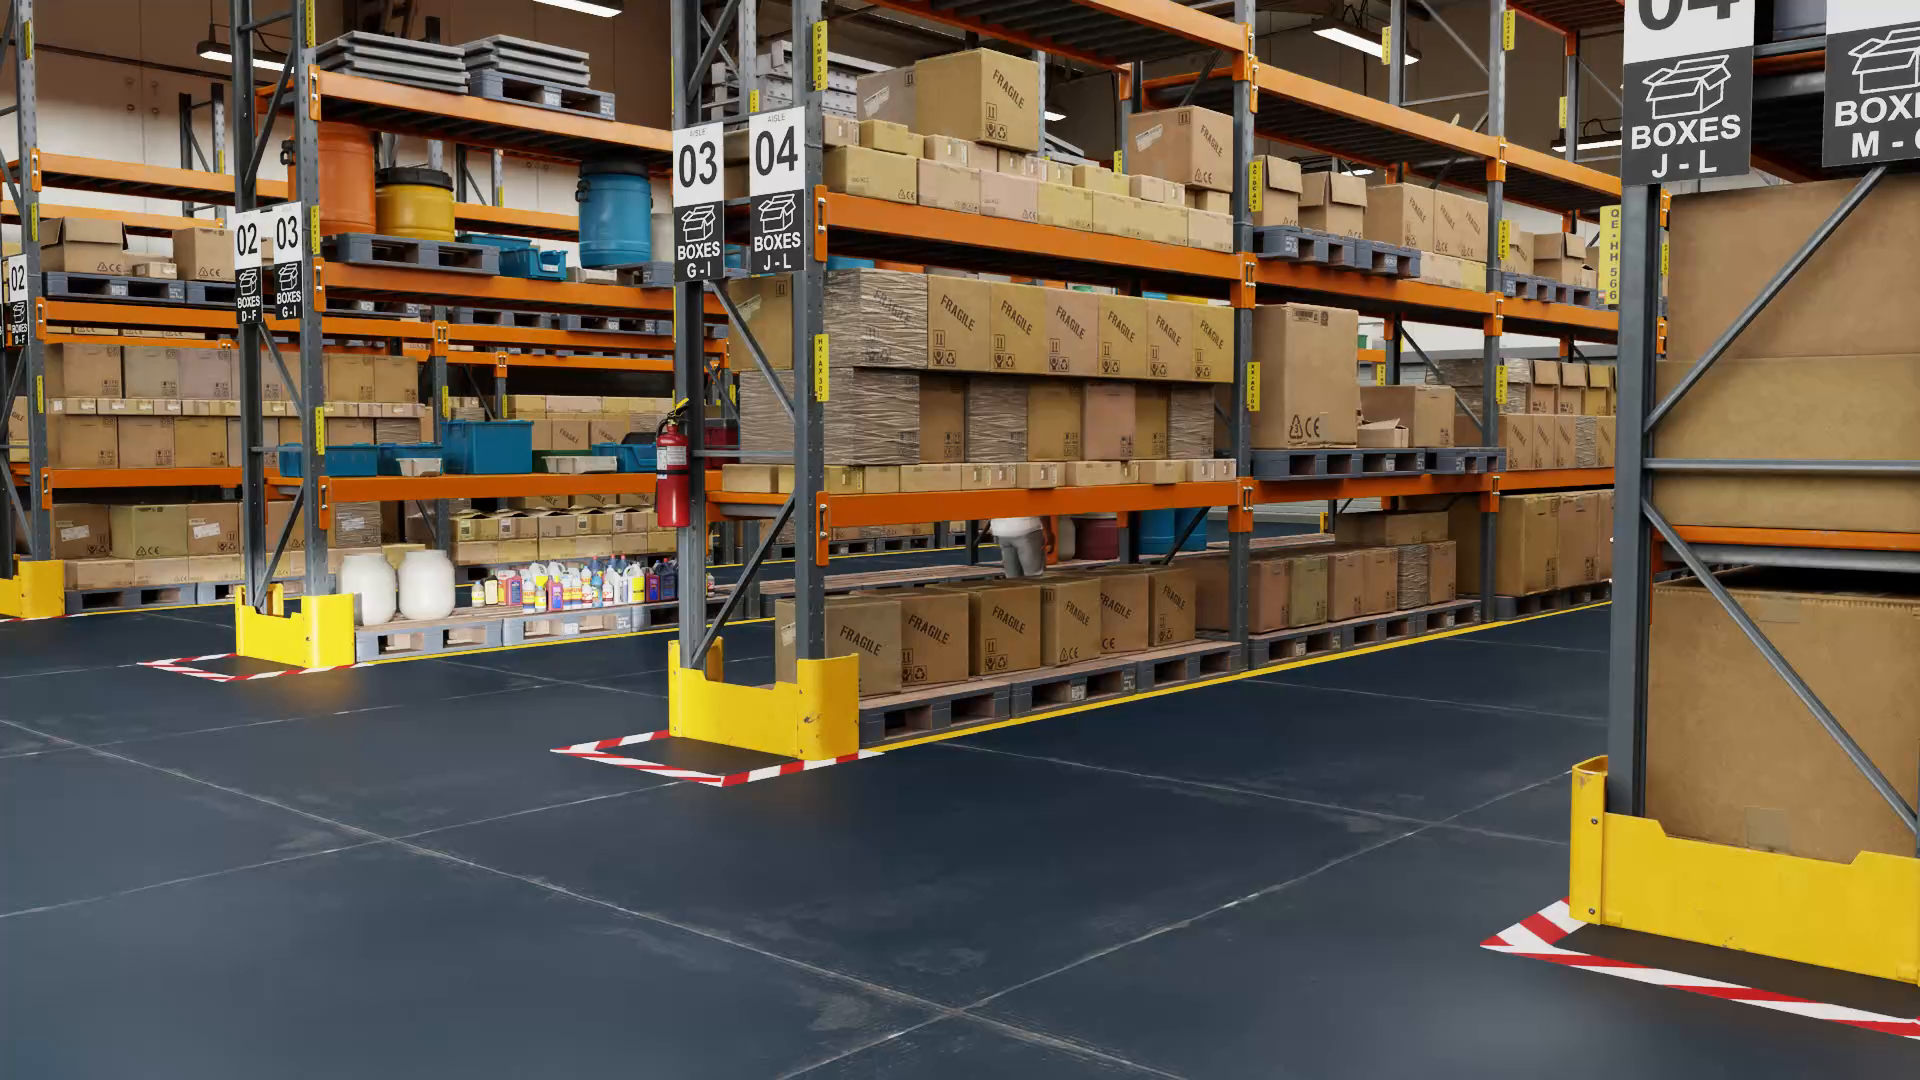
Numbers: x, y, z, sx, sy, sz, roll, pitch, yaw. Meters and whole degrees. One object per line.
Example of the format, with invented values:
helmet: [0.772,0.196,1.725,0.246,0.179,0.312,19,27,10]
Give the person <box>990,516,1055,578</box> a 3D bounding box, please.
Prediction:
person: [0.482,-0.064,12.646,0.461,1.759,0.631,-3,5,-39]
